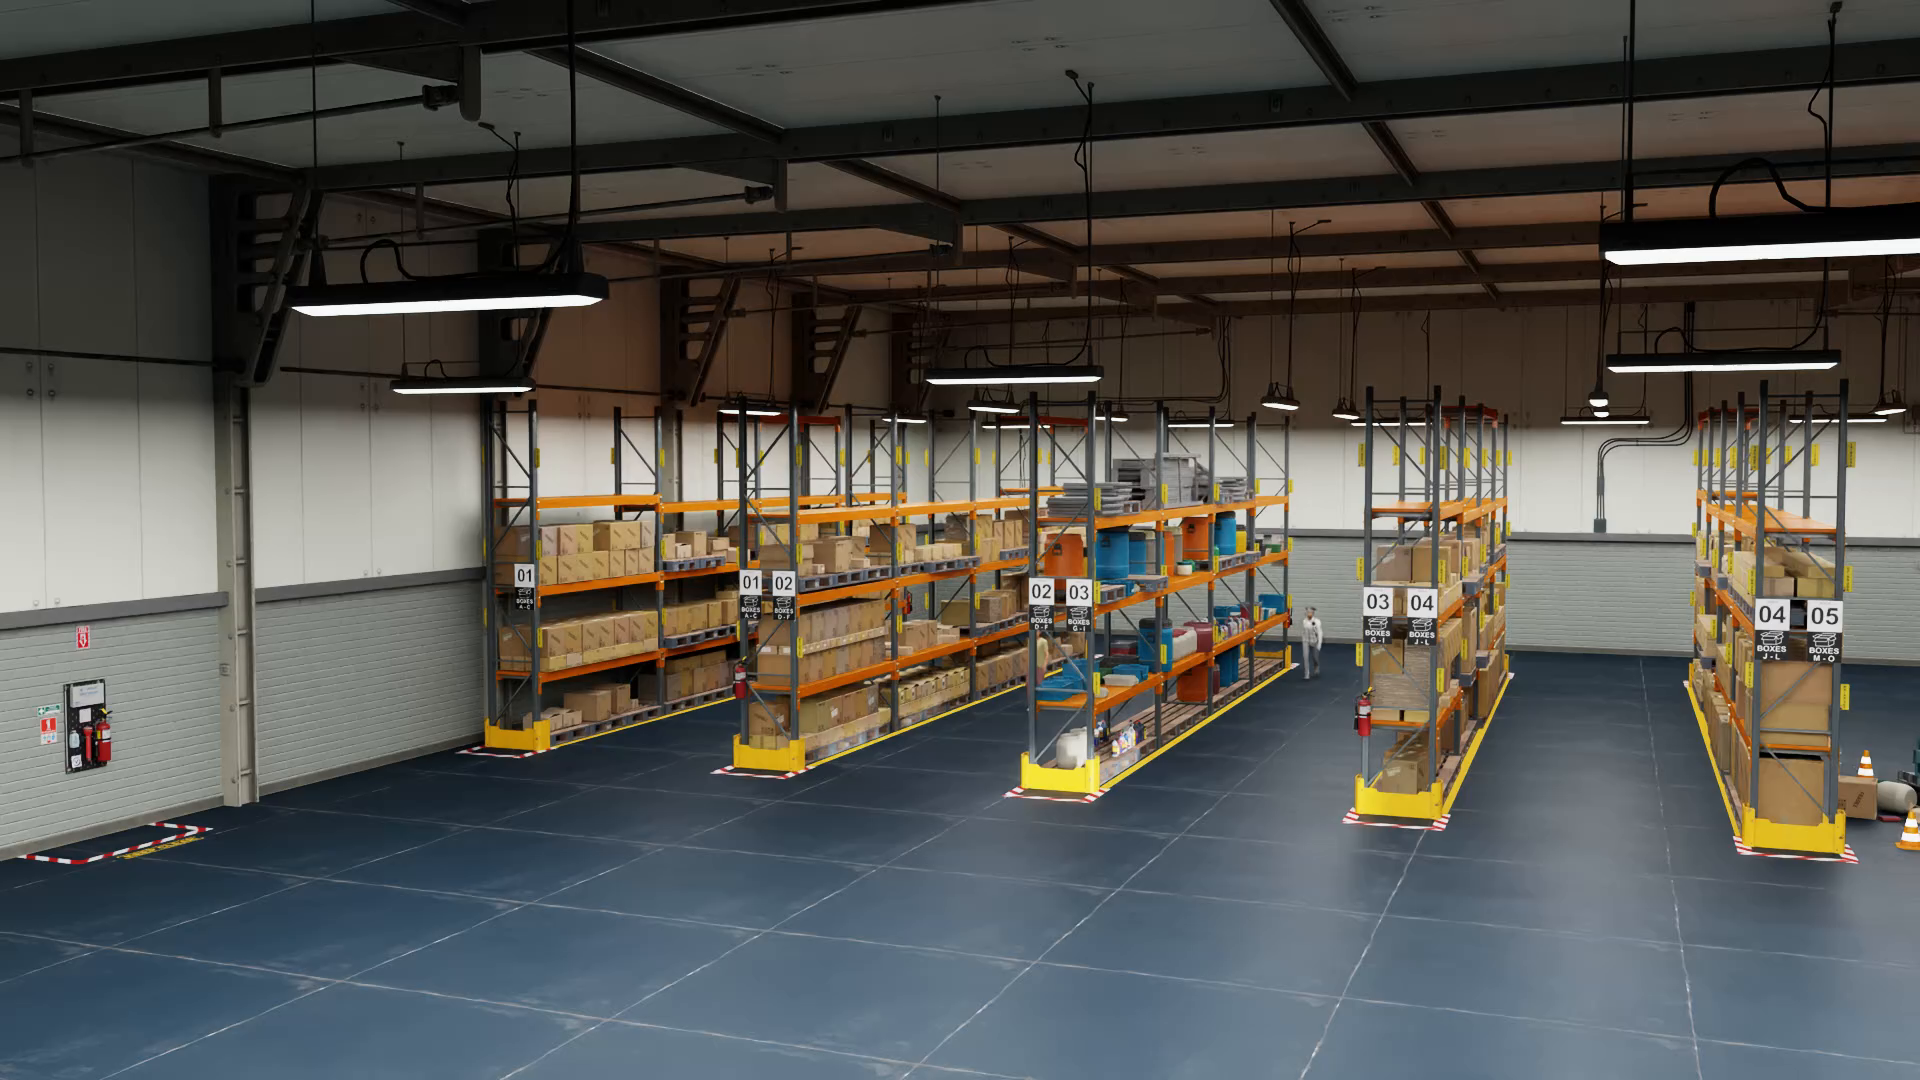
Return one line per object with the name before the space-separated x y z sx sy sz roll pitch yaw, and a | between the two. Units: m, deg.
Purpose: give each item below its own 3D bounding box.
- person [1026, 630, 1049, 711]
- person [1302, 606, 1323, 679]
person | 1.529 2.551 33.113 0.490 1.721 0.537 1 3 22
person | 7.993 2.308 37.694 0.476 1.638 0.871 1 3 18
